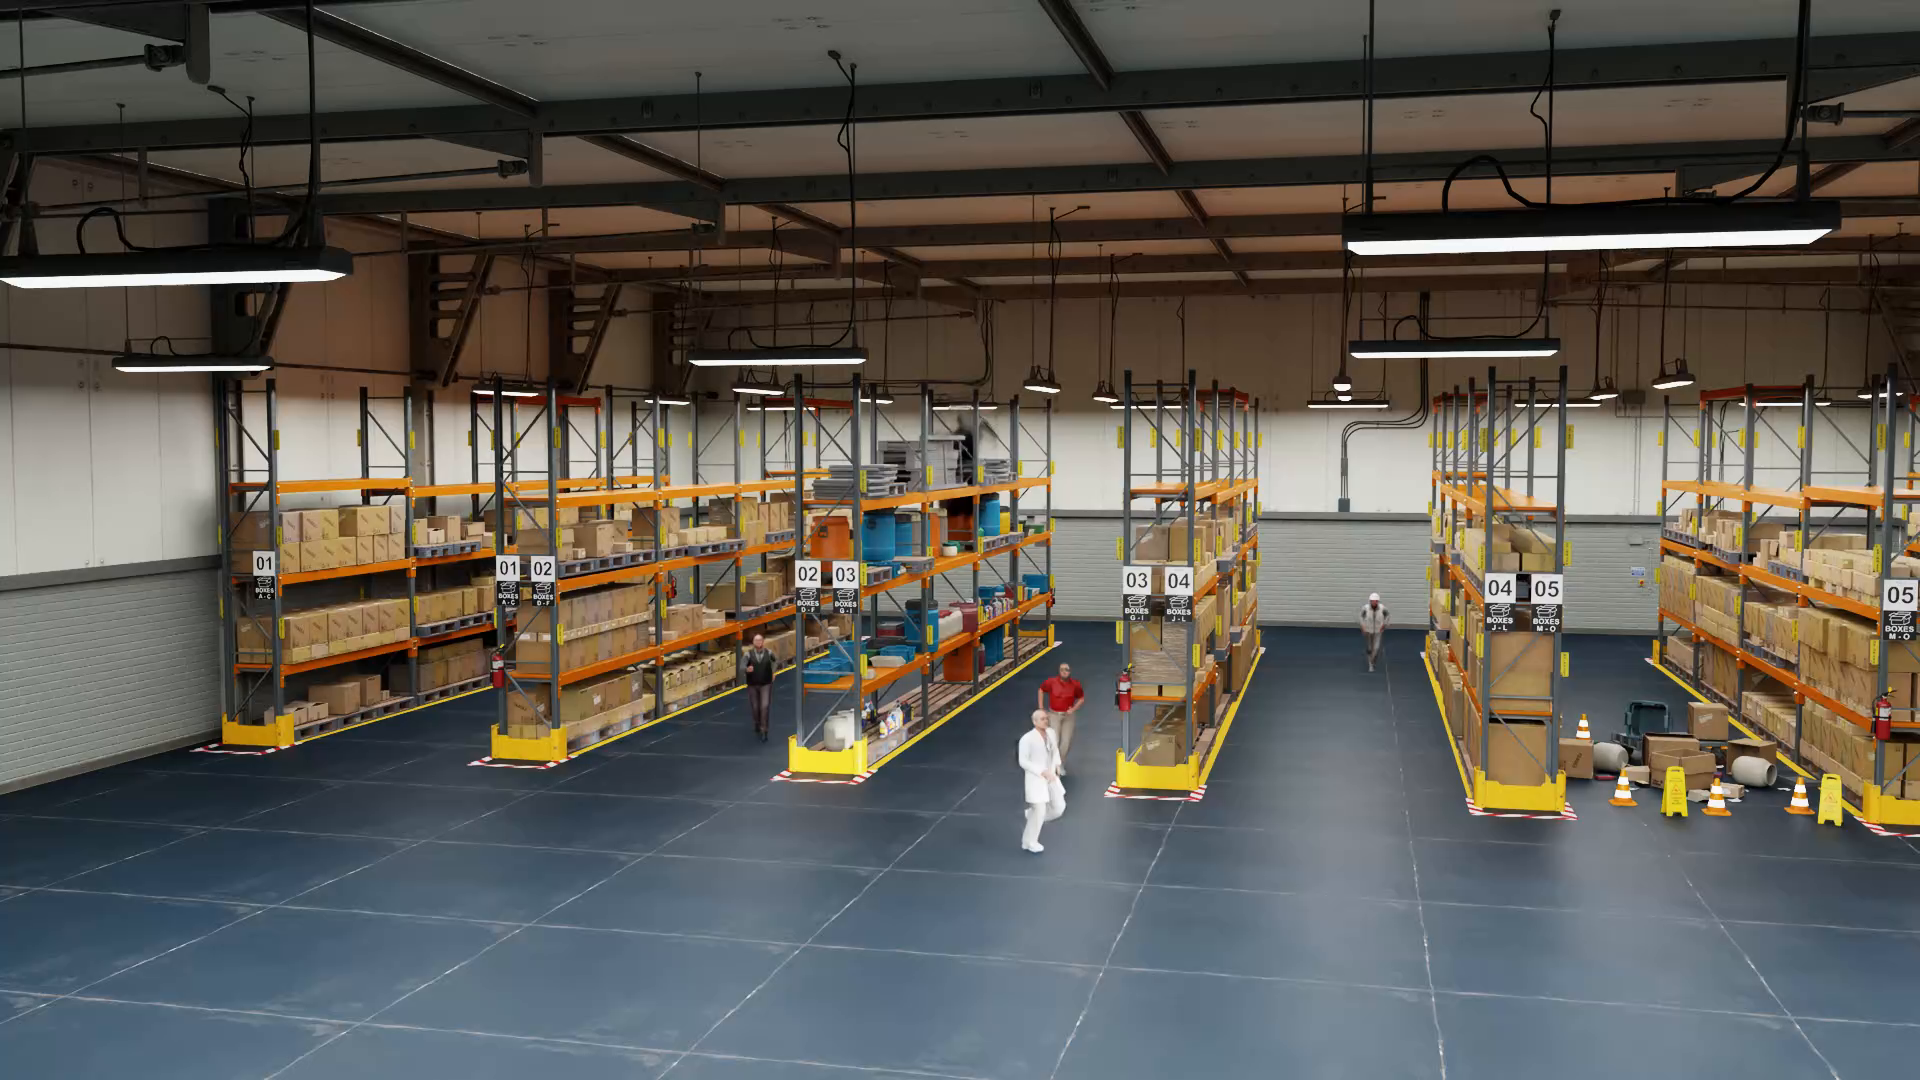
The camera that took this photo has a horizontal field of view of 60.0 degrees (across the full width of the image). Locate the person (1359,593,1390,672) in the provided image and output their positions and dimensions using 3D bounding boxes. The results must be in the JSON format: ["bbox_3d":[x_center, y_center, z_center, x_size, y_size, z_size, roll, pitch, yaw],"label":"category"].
[{"bbox_3d":[9.027,1.993,36.265,0.655,1.718,0.921,0,3,7],"label":"person"}]

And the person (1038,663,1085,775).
[{"bbox_3d":[1.528,2.679,25.065,0.698,1.684,0.708,0,3,1],"label":"person"}]

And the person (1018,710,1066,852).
[{"bbox_3d":[1.016,2.921,20.176,0.747,1.732,0.690,-3,4,-39],"label":"person"}]

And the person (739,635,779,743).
[{"bbox_3d":[-3.365,2.451,27.849,0.656,1.740,0.914,0,3,-4],"label":"person"}]
